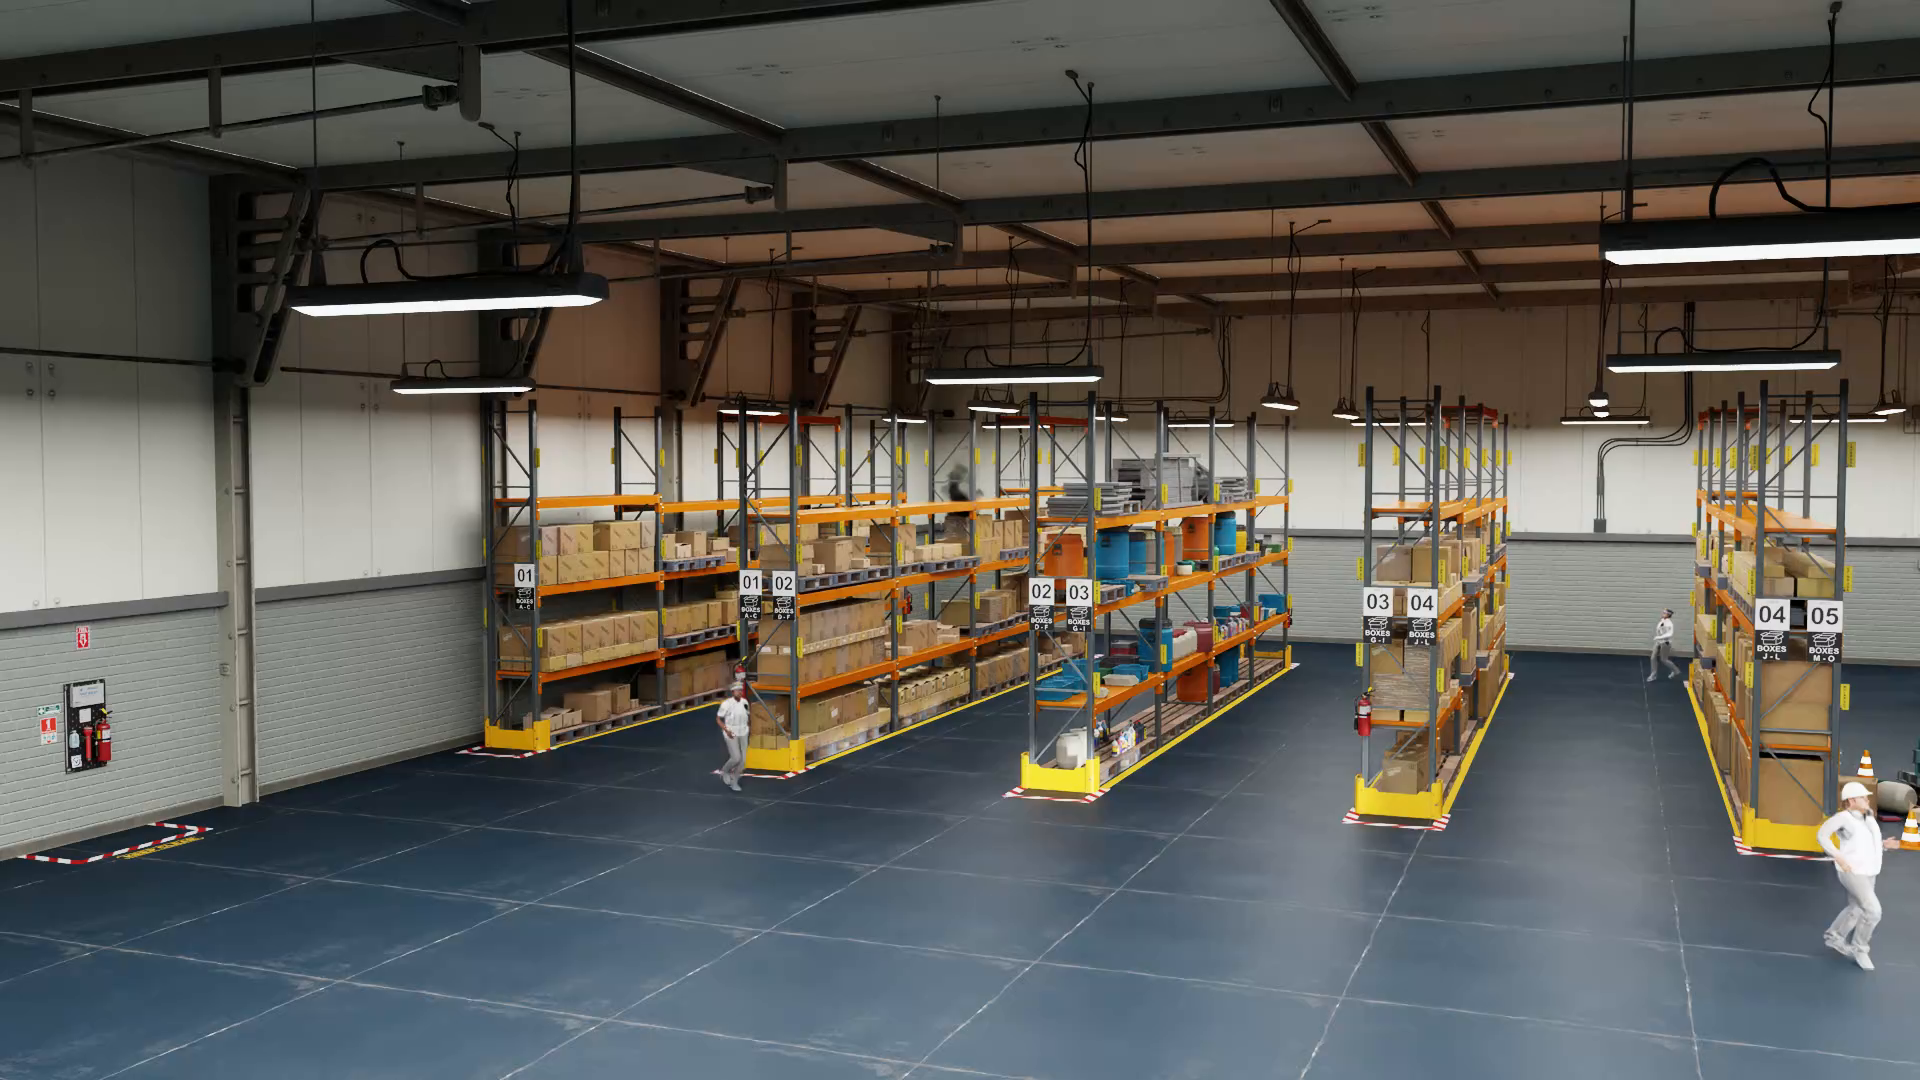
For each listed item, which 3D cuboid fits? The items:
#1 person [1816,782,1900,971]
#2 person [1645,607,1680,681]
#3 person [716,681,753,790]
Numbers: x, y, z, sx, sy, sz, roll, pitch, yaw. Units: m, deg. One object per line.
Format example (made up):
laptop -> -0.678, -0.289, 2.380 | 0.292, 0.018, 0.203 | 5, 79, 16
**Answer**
person -> 8.888, 3.311, 16.439 | 0.633, 1.824, 0.715 | -2, 3, -33
person -> 15.794, 2.342, 37.226 | 0.763, 1.694, 0.632 | 0, 3, -5
person -> -3.372, 2.951, 25.079 | 0.546, 1.666, 0.526 | -2, 3, -35
